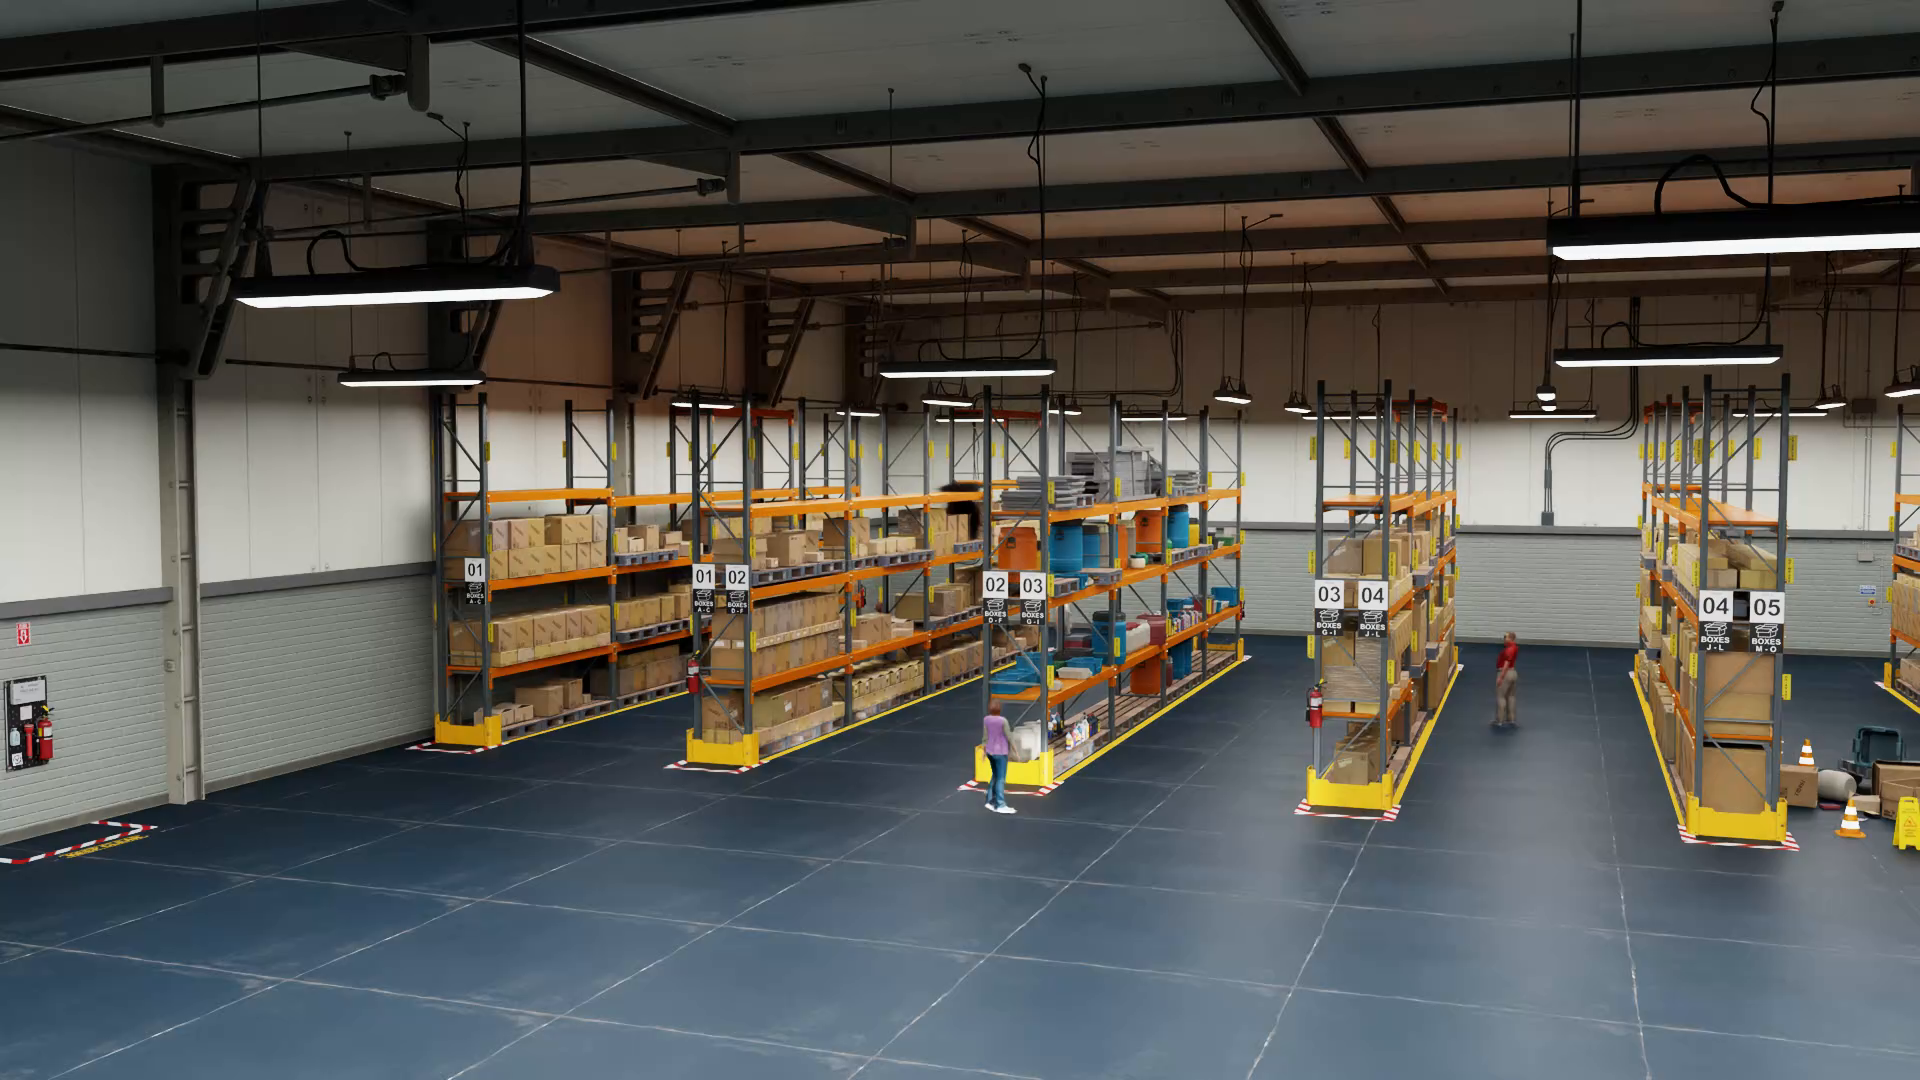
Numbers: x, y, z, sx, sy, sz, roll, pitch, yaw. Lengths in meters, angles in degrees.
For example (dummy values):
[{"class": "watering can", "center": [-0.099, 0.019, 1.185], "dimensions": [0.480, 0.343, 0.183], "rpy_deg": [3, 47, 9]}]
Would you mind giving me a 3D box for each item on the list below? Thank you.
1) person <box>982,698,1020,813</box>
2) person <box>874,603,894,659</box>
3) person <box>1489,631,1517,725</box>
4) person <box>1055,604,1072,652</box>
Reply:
[{"class": "person", "center": [0.554, 2.990, 22.982], "dimensions": [0.451, 1.633, 0.464], "rpy_deg": [-2, 4, -34]}, {"class": "person", "center": [-1.676, 2.184, 37.317], "dimensions": [0.520, 1.597, 0.559], "rpy_deg": [3, 4, 41]}, {"class": "person", "center": [9.975, 2.524, 30.446], "dimensions": [0.435, 1.731, 0.597], "rpy_deg": [3, 4, 44]}, {"class": "person", "center": [2.463, 2.057, 38.986], "dimensions": [0.551, 1.701, 0.413], "rpy_deg": [-3, 4, -42]}]
